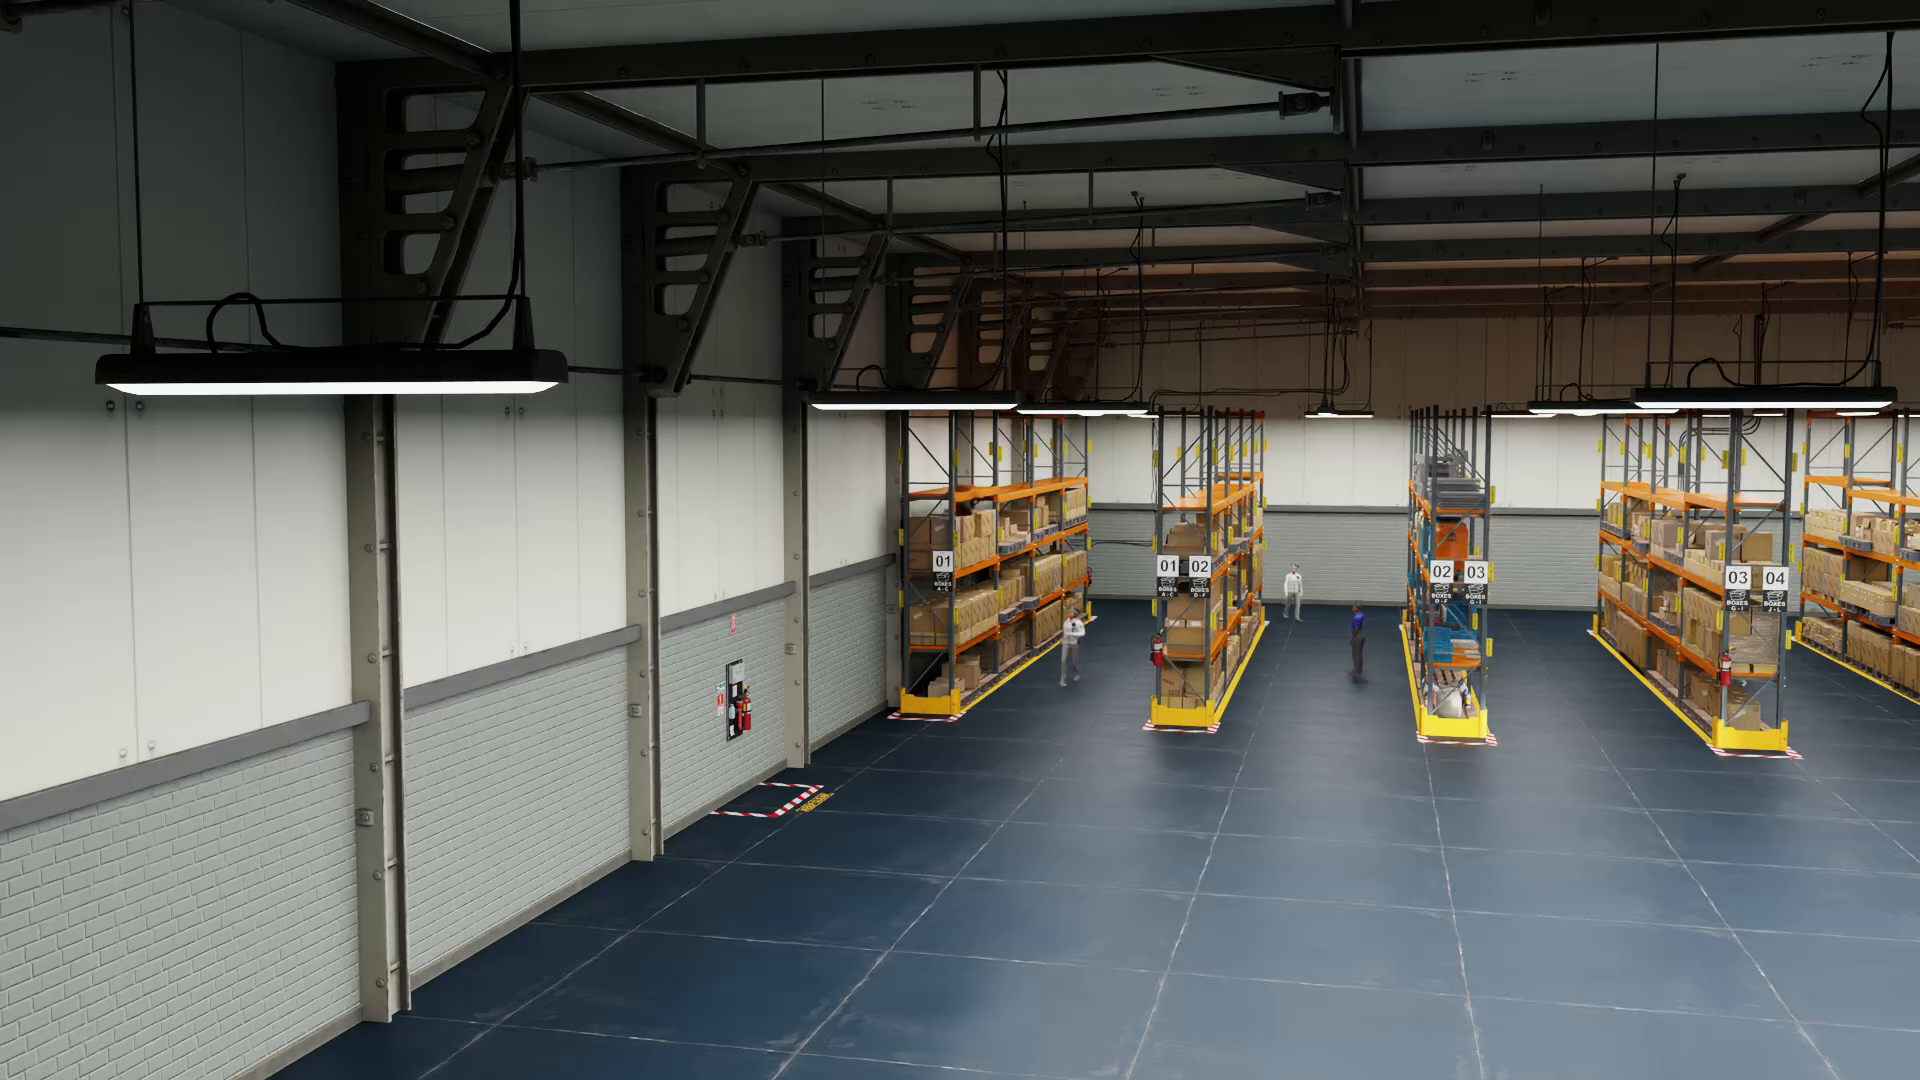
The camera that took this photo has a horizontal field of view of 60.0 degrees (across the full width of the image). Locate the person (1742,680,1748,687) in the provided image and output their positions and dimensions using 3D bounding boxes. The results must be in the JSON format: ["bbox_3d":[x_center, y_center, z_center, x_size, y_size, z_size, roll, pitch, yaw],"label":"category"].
[{"bbox_3d":[17.174,2.324,36.187,0.423,1.651,0.972,1,4,14],"label":"person"}]

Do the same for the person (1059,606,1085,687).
[{"bbox_3d":[2.456,2.297,36.073,0.572,1.736,0.801,1,4,19],"label":"person"}]

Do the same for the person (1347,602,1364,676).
[{"bbox_3d":[8.865,2.217,37.231,0.363,1.668,0.459,1,4,17],"label":"person"}]

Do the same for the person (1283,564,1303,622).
[{"bbox_3d":[9.530,1.495,47.513,0.564,1.645,0.939,-1,4,-7],"label":"person"}]
